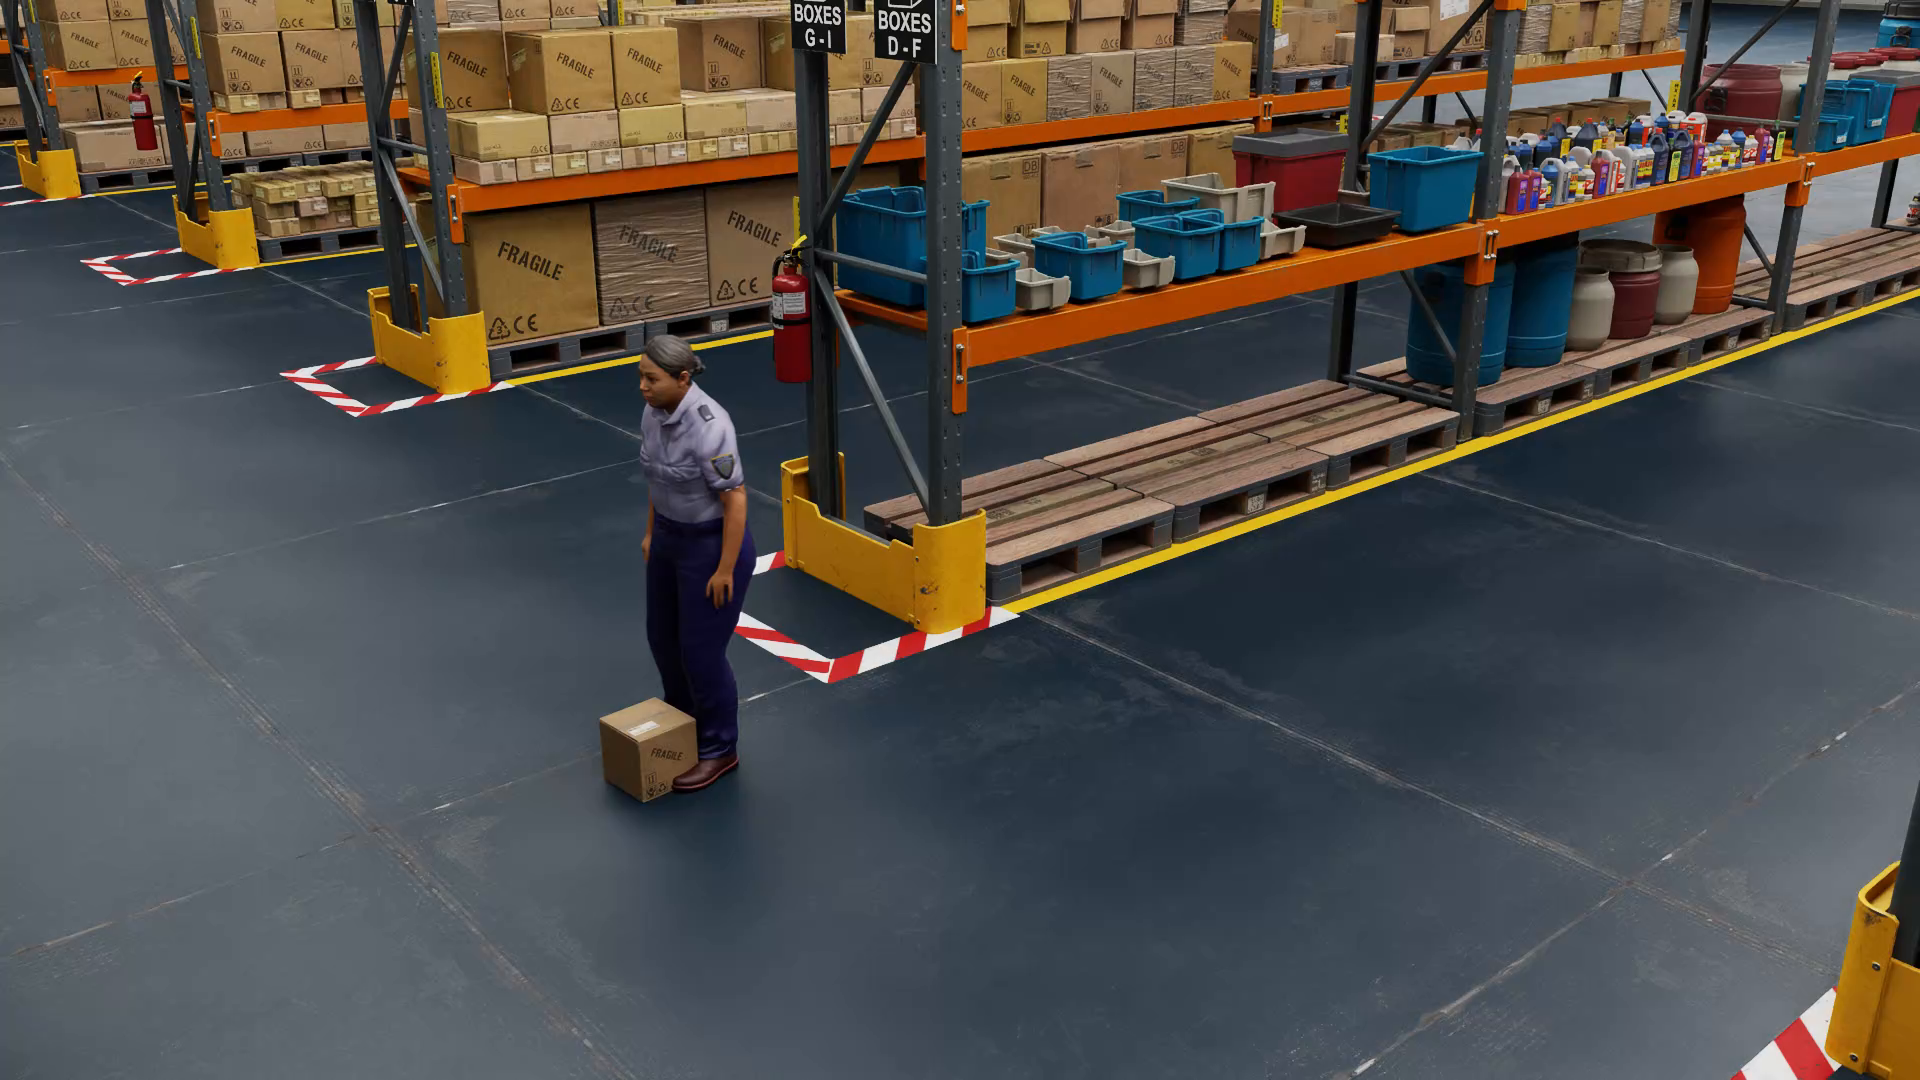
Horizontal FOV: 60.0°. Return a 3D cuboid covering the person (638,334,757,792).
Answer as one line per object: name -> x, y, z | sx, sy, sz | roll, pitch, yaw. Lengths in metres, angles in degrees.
person -> -0.973, 0.060, 5.943 | 0.415, 1.647, 0.546 | -18, 27, -38
